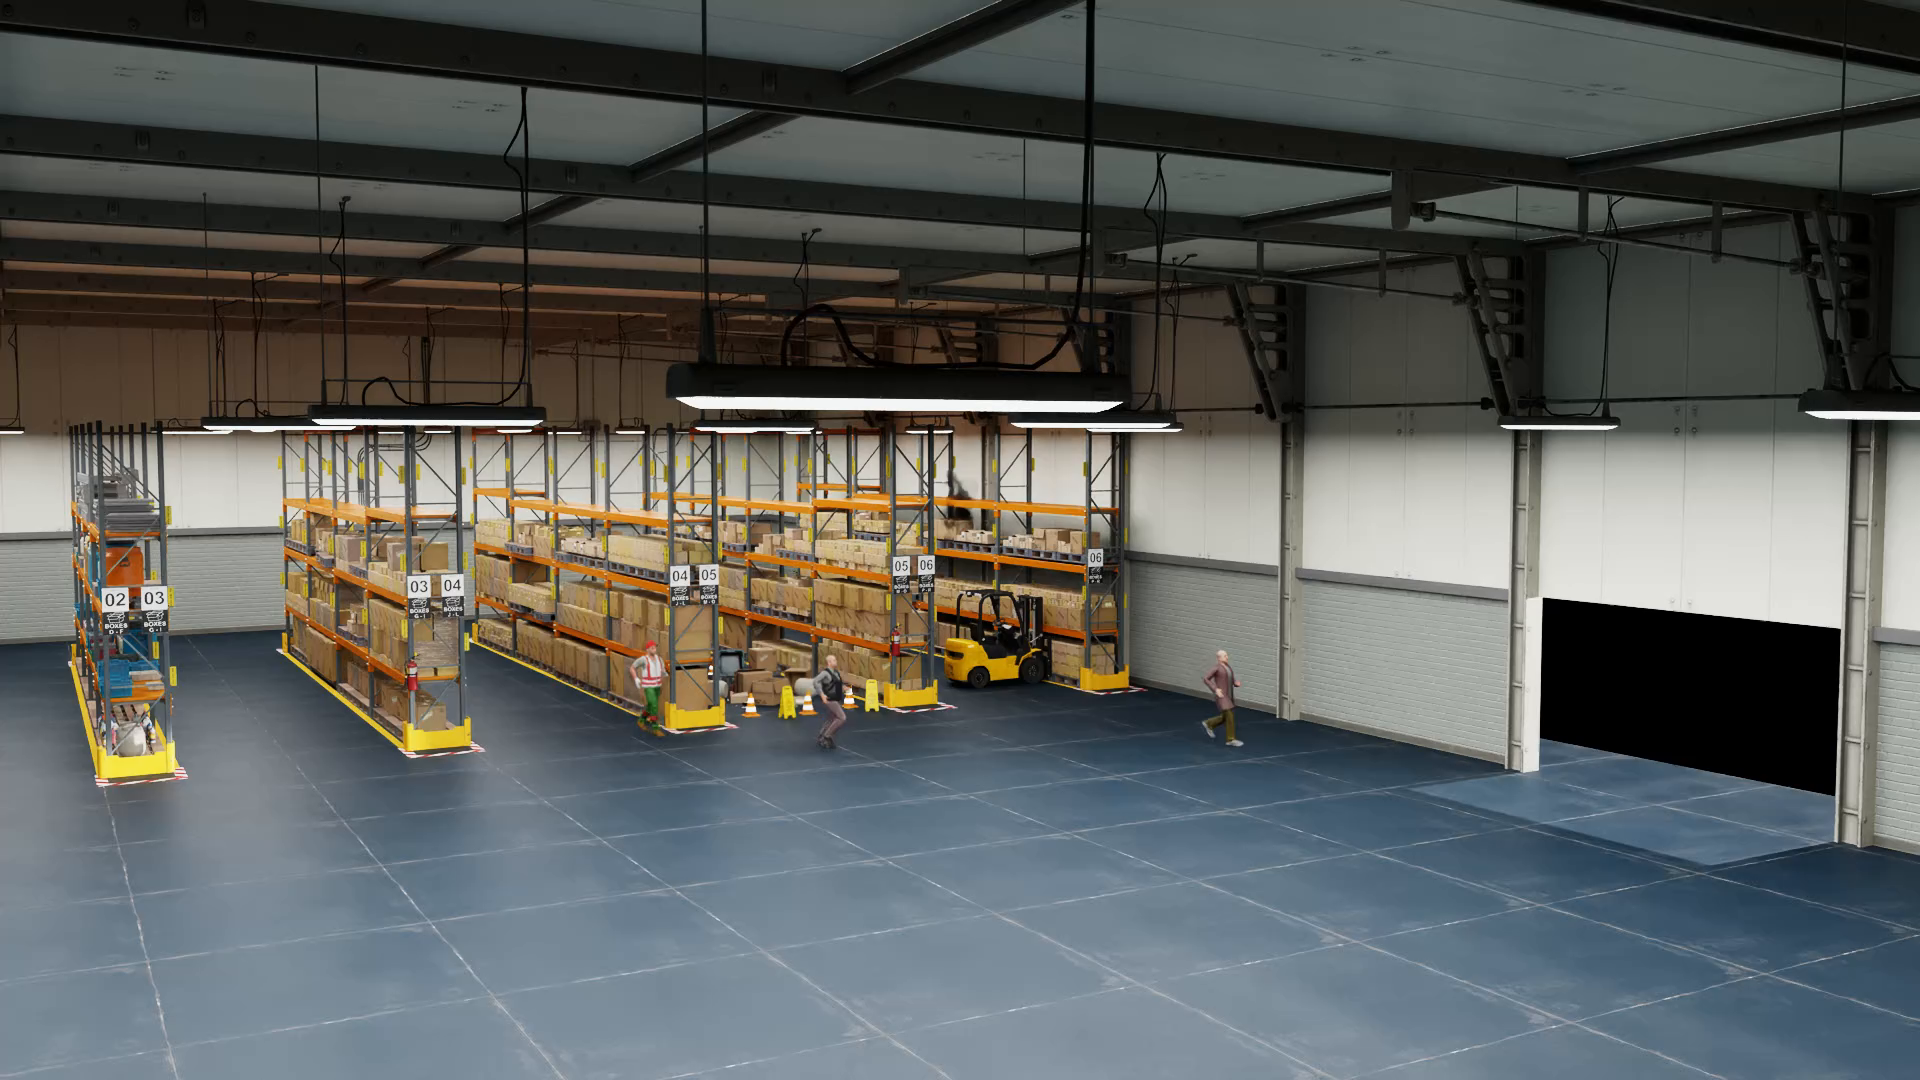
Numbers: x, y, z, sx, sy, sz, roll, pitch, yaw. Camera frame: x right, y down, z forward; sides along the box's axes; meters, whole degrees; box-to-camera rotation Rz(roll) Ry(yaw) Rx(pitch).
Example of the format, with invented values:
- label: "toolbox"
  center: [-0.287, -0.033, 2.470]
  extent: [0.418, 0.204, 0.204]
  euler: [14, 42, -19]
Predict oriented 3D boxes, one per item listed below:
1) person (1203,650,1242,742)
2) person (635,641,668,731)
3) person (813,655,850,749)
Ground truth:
- label: "person"
  center: [4.868, 2.893, 30.962]
  extent: [0.800, 1.680, 0.720]
  euler: [3, 5, 41]
- label: "person"
  center: [-5.977, 2.784, 31.859]
  extent: [0.825, 1.702, 0.540]
  euler: [3, 4, 38]
- label: "person"
  center: [-2.334, 2.971, 30.589]
  extent: [0.651, 1.703, 0.635]
  euler: [1, 4, 18]
